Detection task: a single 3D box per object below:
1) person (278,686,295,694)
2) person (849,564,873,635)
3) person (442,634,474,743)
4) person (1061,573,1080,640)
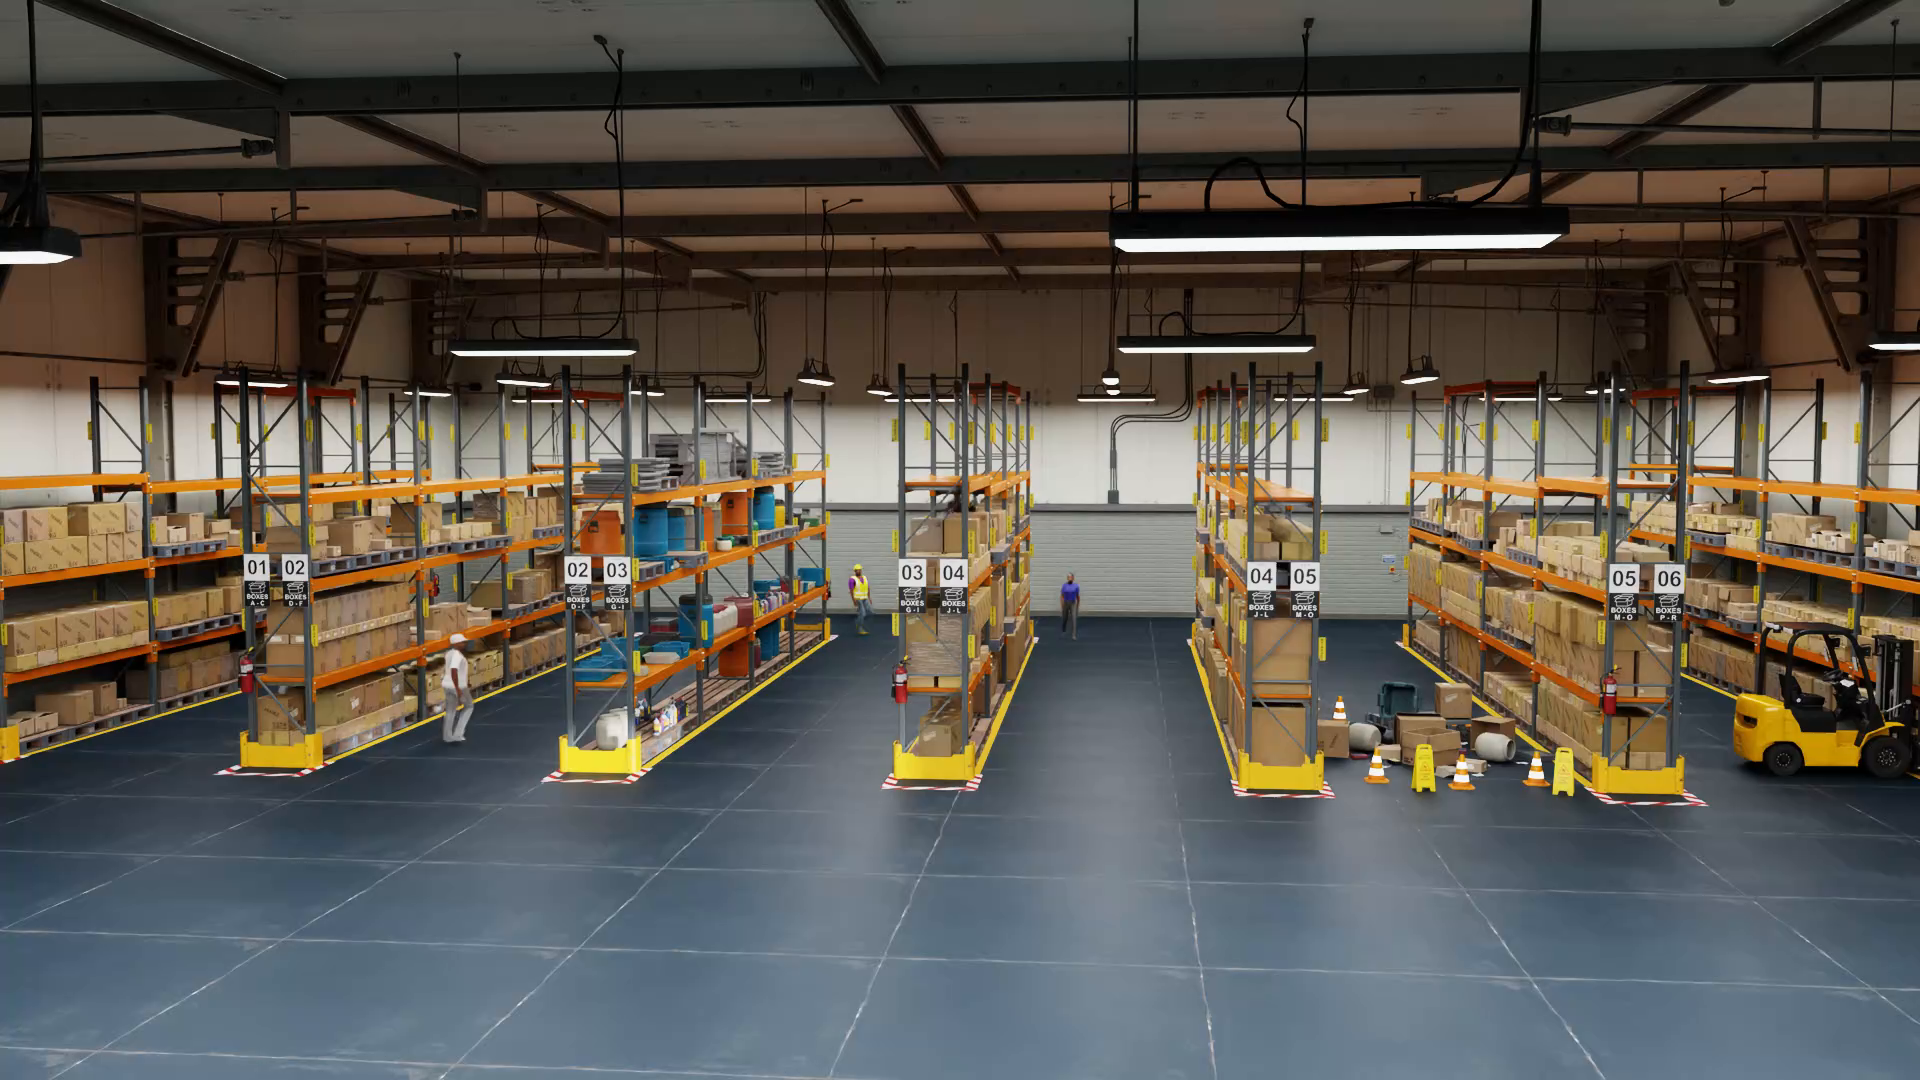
[{"bbox_3d":[-11.601,2.325,28.793,0.404,1.677,0.518,2,4,29],"label":"person"},{"bbox_3d":[-2.463,1.472,41.146,0.504,1.744,0.612,3,5,38],"label":"person"},{"bbox_3d":[-8.172,2.426,27.125,0.596,1.809,0.663,2,4,31],"label":"person"},{"bbox_3d":[2.676,1.600,40.433,0.495,1.608,0.939,0,4,-4],"label":"person"}]
